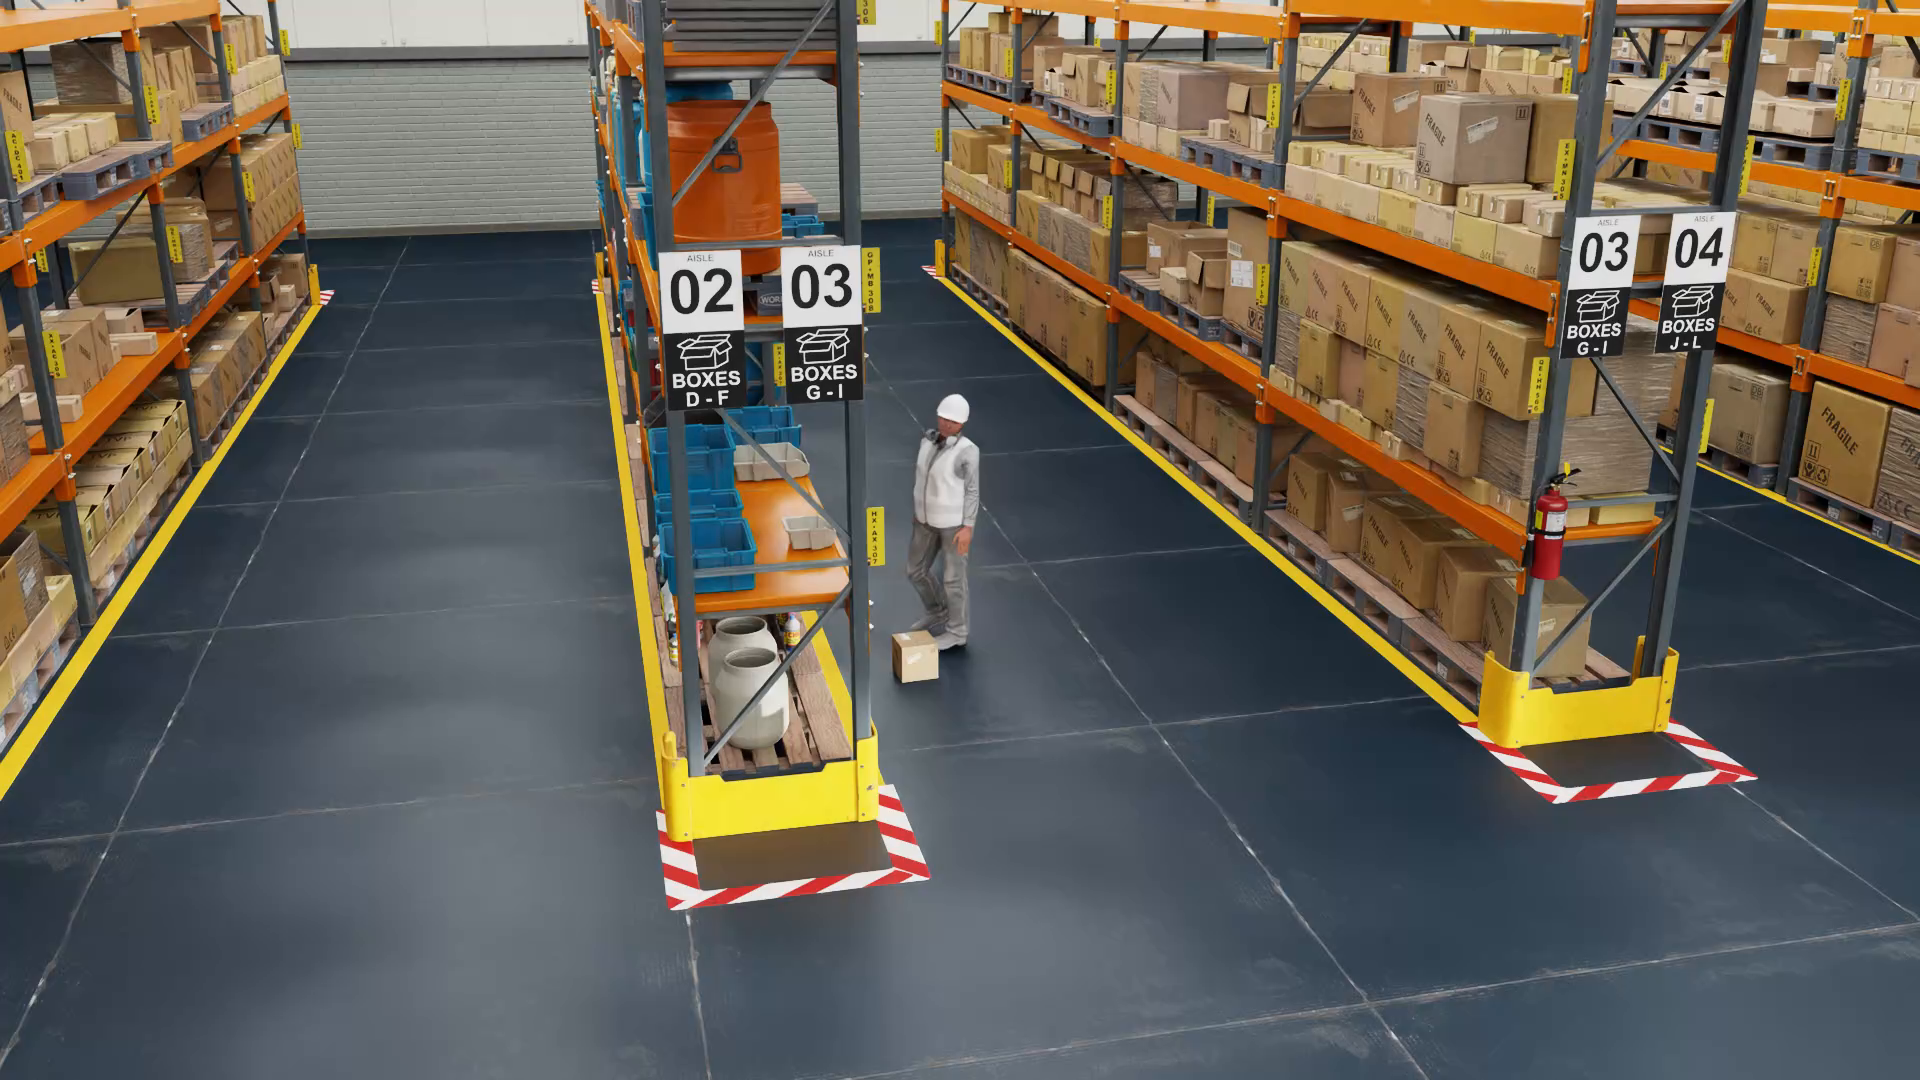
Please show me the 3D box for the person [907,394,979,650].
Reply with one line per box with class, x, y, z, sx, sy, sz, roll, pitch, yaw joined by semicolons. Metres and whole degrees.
person;-0.123;-0.128;11.364;0.388;1.773;0.584;-18;26;-41
